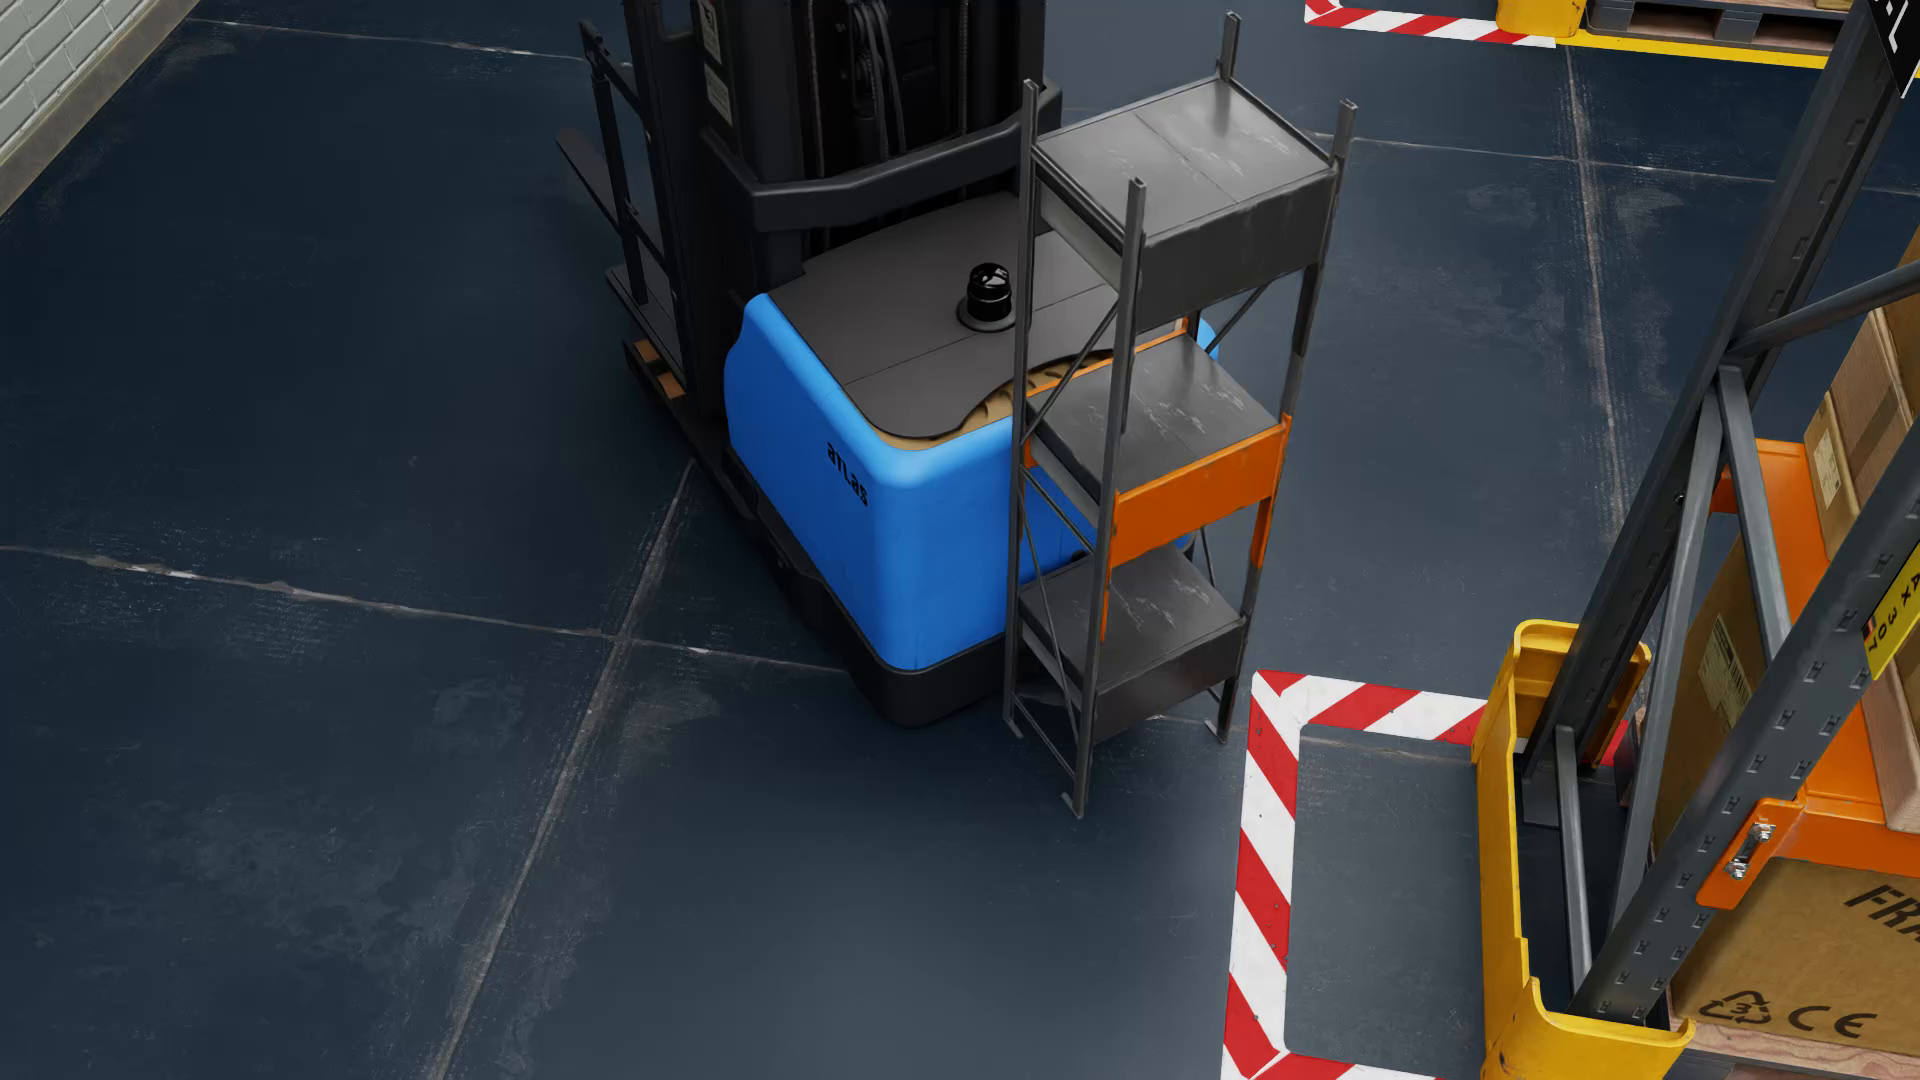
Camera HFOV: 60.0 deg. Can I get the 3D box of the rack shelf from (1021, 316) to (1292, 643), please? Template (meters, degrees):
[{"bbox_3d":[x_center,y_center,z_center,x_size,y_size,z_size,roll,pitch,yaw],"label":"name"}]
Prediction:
[{"bbox_3d":[0.440,-0.147,3.989,0.480,0.518,0.431,-24,52,-20],"label":"rack shelf"}]

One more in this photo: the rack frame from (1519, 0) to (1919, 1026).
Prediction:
[{"bbox_3d":[1.553,-0.013,3.245,0.127,3.000,1.000,8,49,7],"label":"rack frame"}]

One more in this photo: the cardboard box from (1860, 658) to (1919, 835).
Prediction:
[{"bbox_3d":[1.843,0.360,3.079,0.250,0.149,0.380,8,49,7],"label":"cardboard box"}]

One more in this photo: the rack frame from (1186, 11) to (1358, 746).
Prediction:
[{"bbox_3d":[0.651,-0.248,4.061,0.015,2.100,0.400,-24,52,-20],"label":"rack frame"}]

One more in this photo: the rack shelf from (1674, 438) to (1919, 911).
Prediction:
[{"bbox_3d":[3.521,0.492,3.275,4.000,0.370,1.077,8,49,7],"label":"rack shelf"}]

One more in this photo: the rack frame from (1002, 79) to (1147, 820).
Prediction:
[{"bbox_3d":[0.230,-0.064,3.896,0.015,2.100,0.400,-24,52,-20],"label":"rack frame"}]

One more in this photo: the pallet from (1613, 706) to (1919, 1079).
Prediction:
[{"bbox_3d":[2.353,0.968,4.238,1.213,0.211,1.003,8,49,7],"label":"pallet"}]

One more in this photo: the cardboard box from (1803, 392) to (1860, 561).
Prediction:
[{"bbox_3d":[1.962,-0.123,3.512,0.250,0.149,0.380,9,49,8],"label":"cardboard box"}]

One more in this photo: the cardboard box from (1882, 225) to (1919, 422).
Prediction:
[{"bbox_3d":[2.079,-0.441,3.026,0.500,0.500,0.500,8,49,7],"label":"cardboard box"}]

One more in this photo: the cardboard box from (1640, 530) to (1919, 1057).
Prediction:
[{"bbox_3d":[2.197,0.583,3.855,0.875,0.875,0.875,8,49,7],"label":"cardboard box"}]

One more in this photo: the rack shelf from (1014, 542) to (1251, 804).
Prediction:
[{"bbox_3d":[0.440,0.321,4.509,0.480,0.518,0.431,-24,52,-20],"label":"rack shelf"}]

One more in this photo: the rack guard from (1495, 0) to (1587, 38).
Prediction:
[{"bbox_3d":[2.609,-2.784,7.416,0.348,0.500,1.175,8,49,7],"label":"rack guard"}]

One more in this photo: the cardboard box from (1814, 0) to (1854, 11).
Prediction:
[{"bbox_3d":[3.743,-2.397,7.022,0.250,0.149,0.380,8,49,7],"label":"cardboard box"}]

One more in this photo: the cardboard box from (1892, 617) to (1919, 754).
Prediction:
[{"bbox_3d":[1.977,0.199,2.955,0.500,0.250,0.500,7,48,6],"label":"cardboard box"}]

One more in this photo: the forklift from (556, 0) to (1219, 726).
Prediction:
[{"bbox_3d":[-0.490,-1.546,4.669,1.130,2.935,3.031,-24,52,-20],"label":"forklift"}]

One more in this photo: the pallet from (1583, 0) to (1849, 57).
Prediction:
[{"bbox_3d":[3.402,-2.554,7.403,1.213,0.211,1.003,8,49,7],"label":"pallet"}]

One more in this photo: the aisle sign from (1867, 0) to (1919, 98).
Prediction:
[{"bbox_3d":[1.535,-1.111,2.484,0.004,0.787,0.394,8,49,7],"label":"aisle sign"}]

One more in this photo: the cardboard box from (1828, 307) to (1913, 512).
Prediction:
[{"bbox_3d":[2.077,-0.192,3.307,0.500,0.250,0.500,7,48,6],"label":"cardboard box"}]

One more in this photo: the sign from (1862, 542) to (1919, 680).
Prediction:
[{"bbox_3d":[1.448,0.077,2.529,0.005,0.325,0.100,8,49,7],"label":"sign"}]

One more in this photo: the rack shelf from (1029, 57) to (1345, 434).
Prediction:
[{"bbox_3d":[0.440,-0.615,3.468,0.480,0.518,0.431,-24,52,-20],"label":"rack shelf"}]

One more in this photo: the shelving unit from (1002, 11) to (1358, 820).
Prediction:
[{"bbox_3d":[0.440,-0.156,3.979,0.503,2.100,0.431,-24,52,-20],"label":"shelving unit"}]

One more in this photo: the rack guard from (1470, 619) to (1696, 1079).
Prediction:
[{"bbox_3d":[1.529,0.820,4.177,0.348,0.500,1.175,8,49,7],"label":"rack guard"}]
